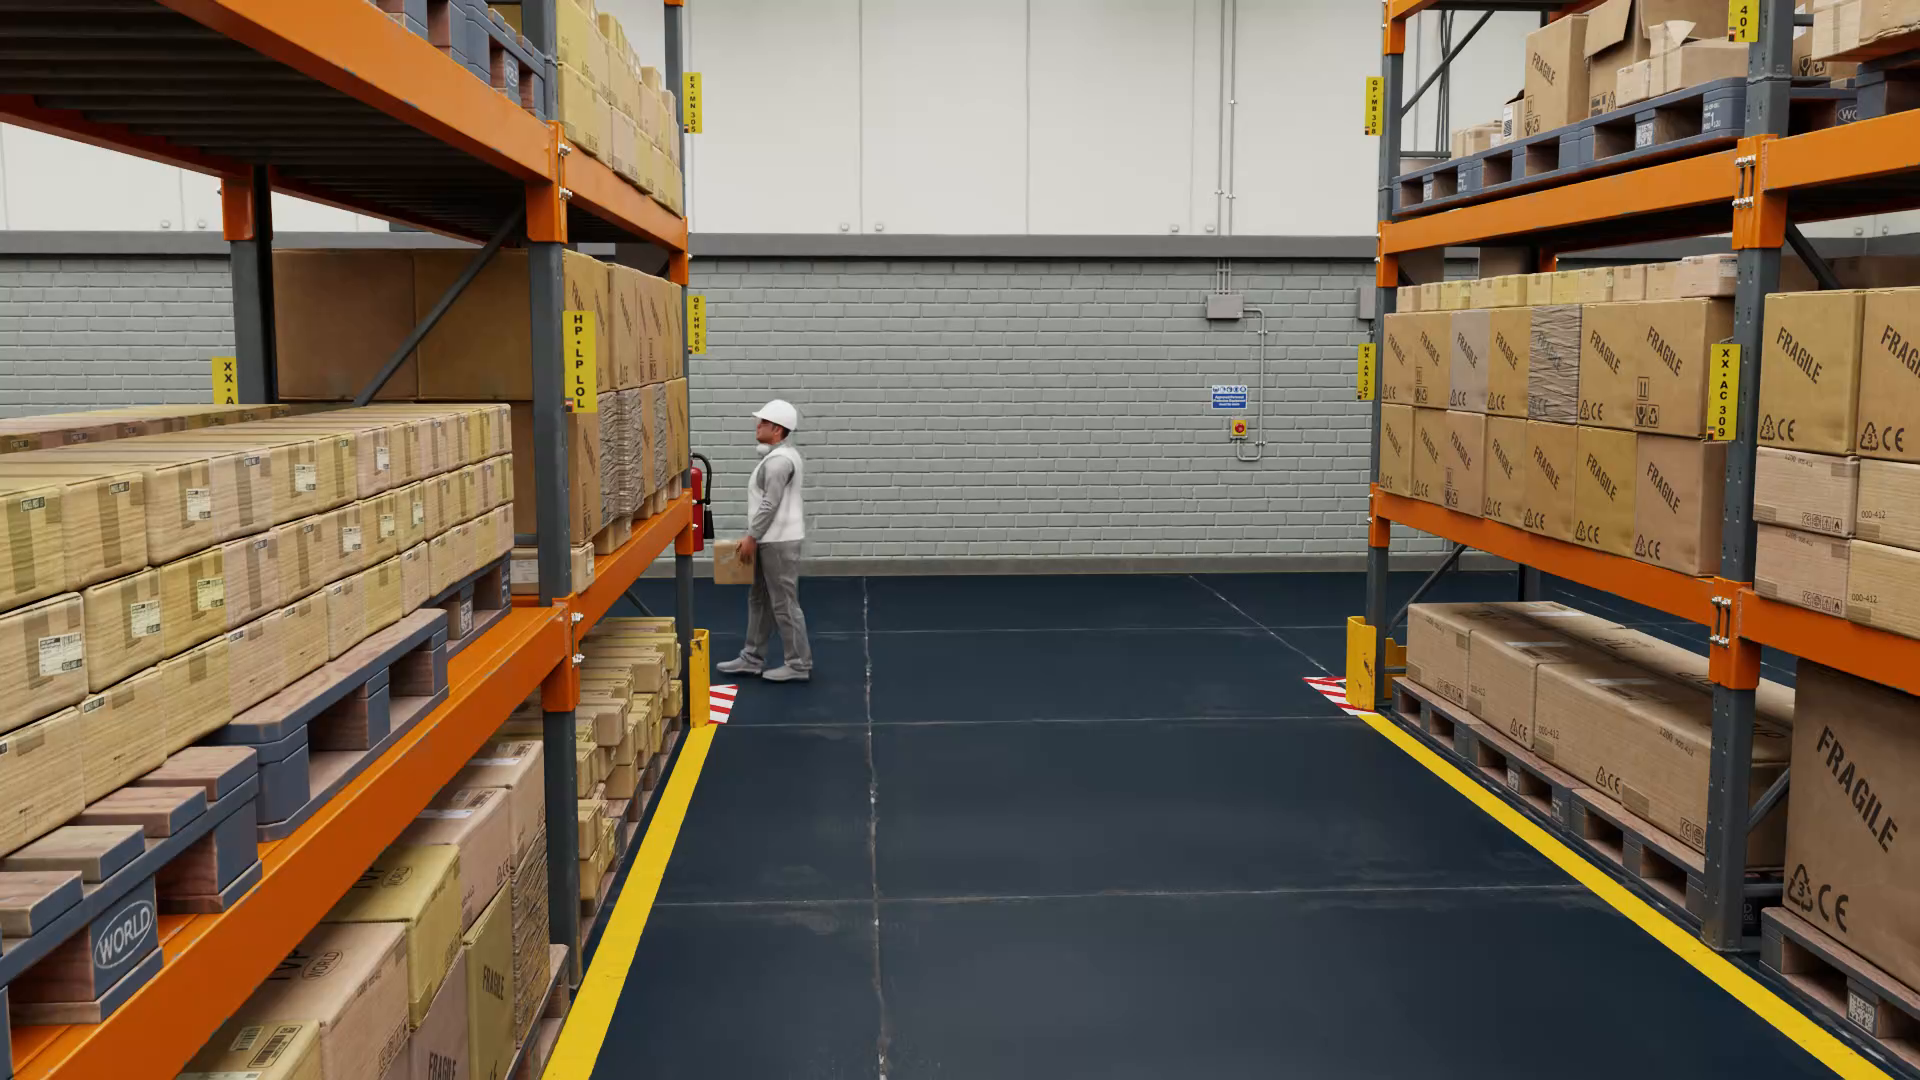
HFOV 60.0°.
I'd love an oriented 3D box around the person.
[{"bbox_3d":[-1.250,0.006,10.487,0.633,1.768,0.539,0,7,-4],"label":"person"}]
